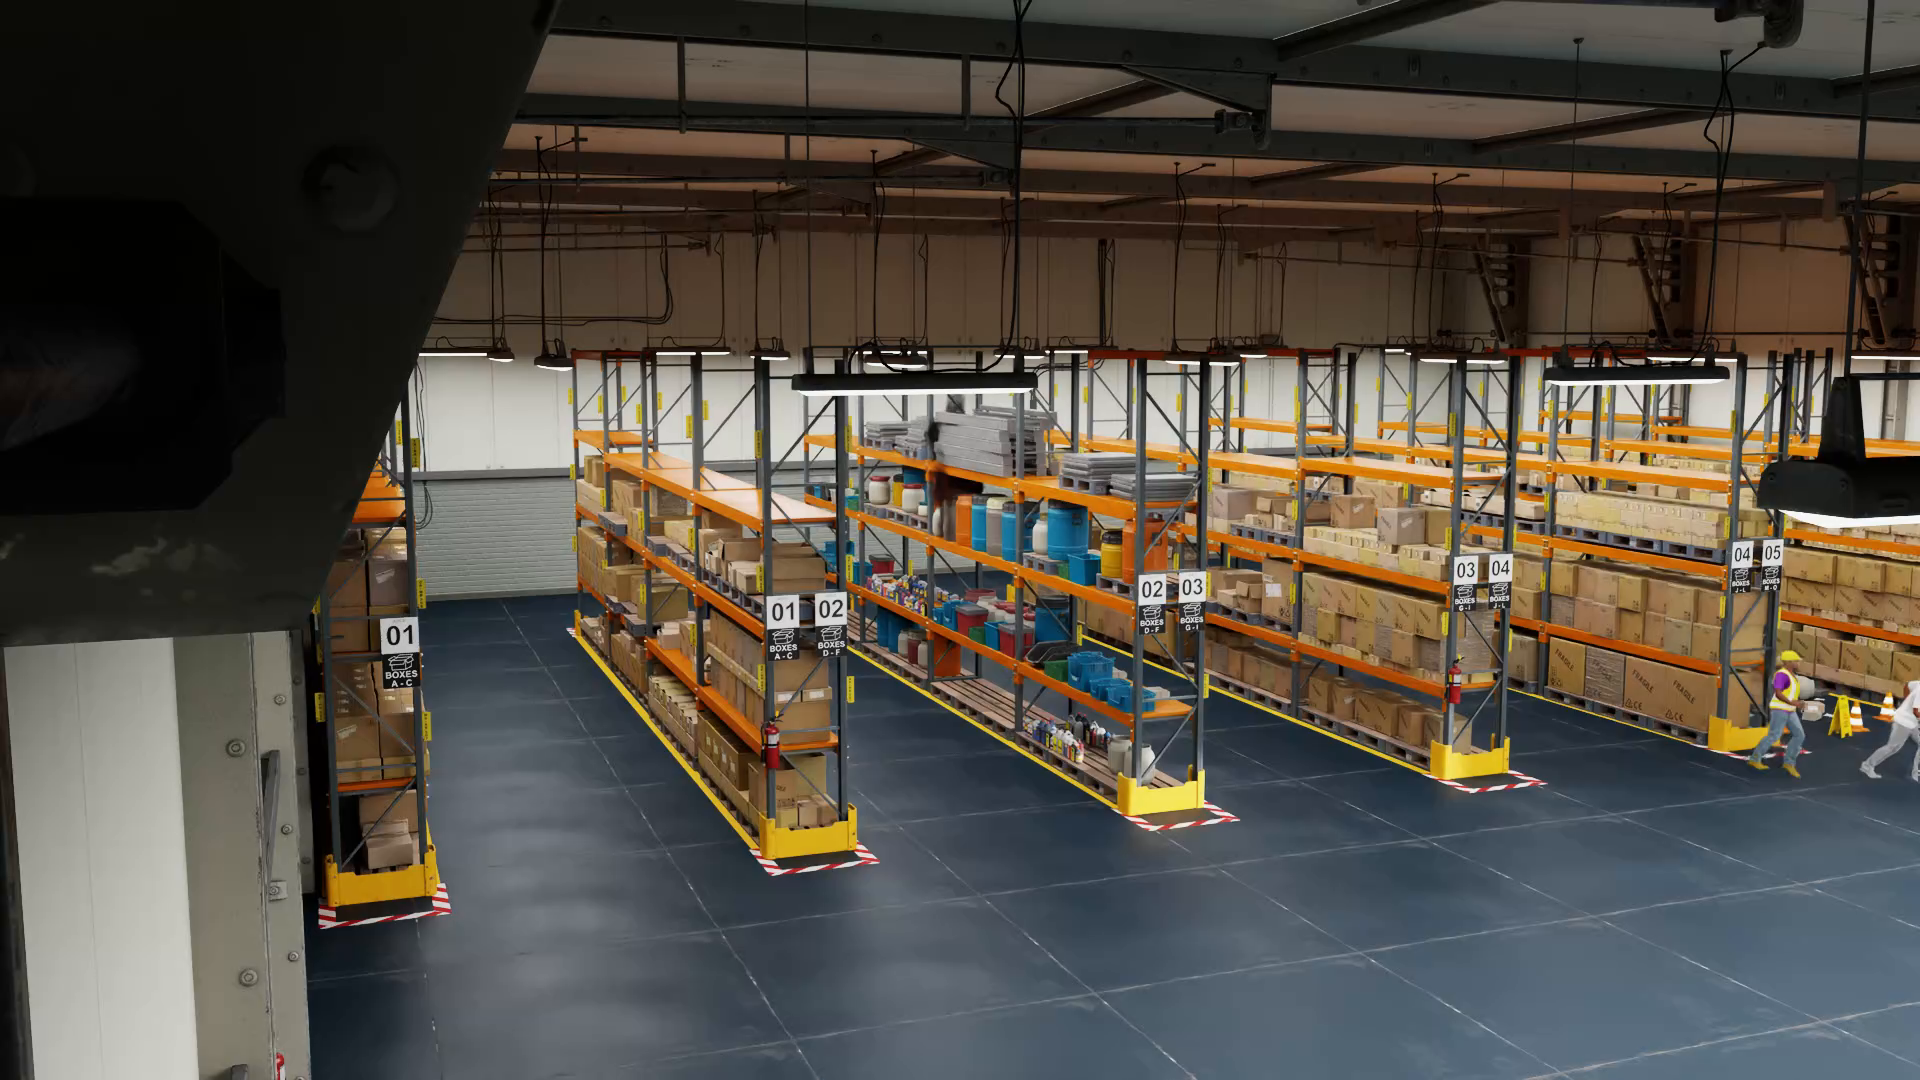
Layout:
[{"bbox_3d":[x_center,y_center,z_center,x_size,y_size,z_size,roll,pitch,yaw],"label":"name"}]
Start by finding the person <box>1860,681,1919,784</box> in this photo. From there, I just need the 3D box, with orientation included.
[{"bbox_3d":[13.250,2.639,23.329,1.030,1.716,0.745,4,8,31],"label":"person"}]

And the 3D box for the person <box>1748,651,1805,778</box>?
[{"bbox_3d":[11.875,2.493,24.020,0.679,1.801,0.763,6,9,41],"label":"person"}]

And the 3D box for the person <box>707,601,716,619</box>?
[{"bbox_3d":[-5.086,1.298,34.009,0.594,1.689,0.787,-4,8,-28],"label":"person"}]
